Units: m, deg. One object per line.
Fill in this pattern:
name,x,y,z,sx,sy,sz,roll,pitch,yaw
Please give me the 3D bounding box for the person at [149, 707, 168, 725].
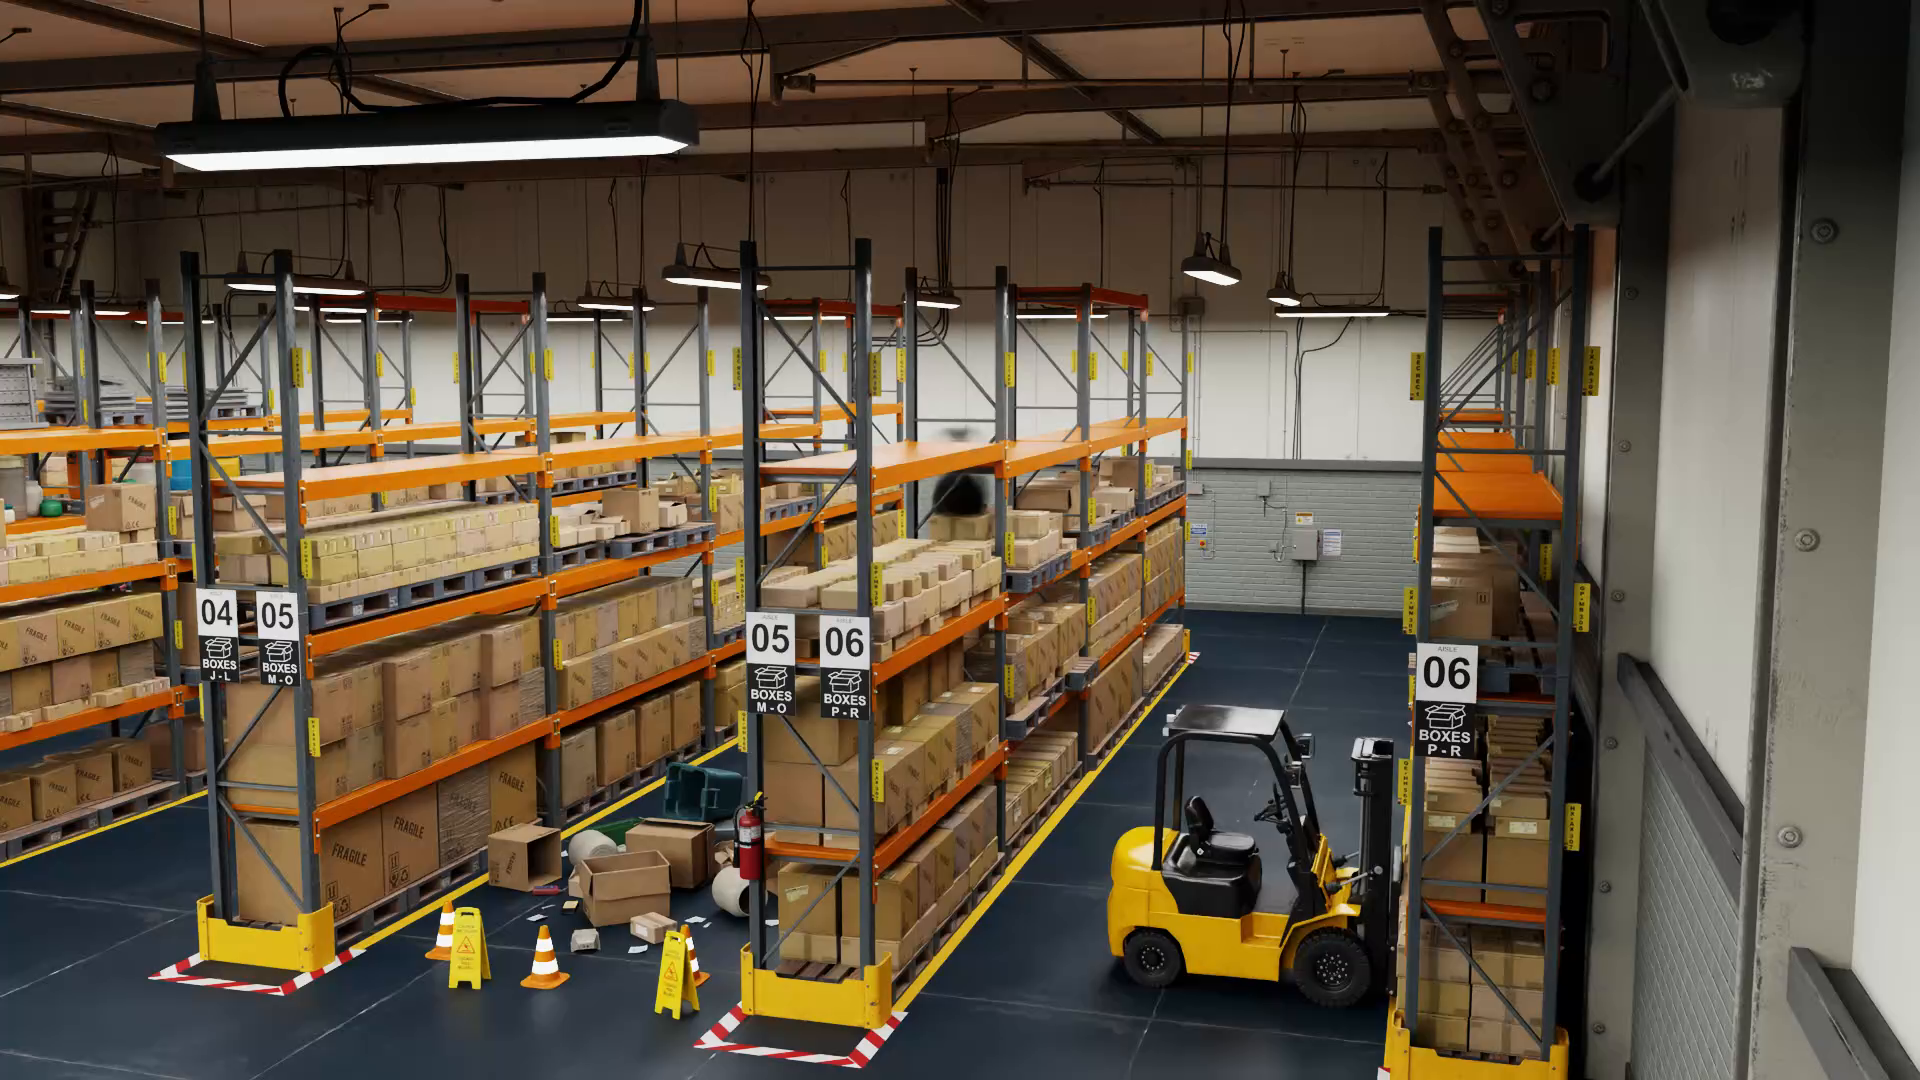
person,-11.198,1.685,23.237,0.671,1.792,0.706,0,6,0
